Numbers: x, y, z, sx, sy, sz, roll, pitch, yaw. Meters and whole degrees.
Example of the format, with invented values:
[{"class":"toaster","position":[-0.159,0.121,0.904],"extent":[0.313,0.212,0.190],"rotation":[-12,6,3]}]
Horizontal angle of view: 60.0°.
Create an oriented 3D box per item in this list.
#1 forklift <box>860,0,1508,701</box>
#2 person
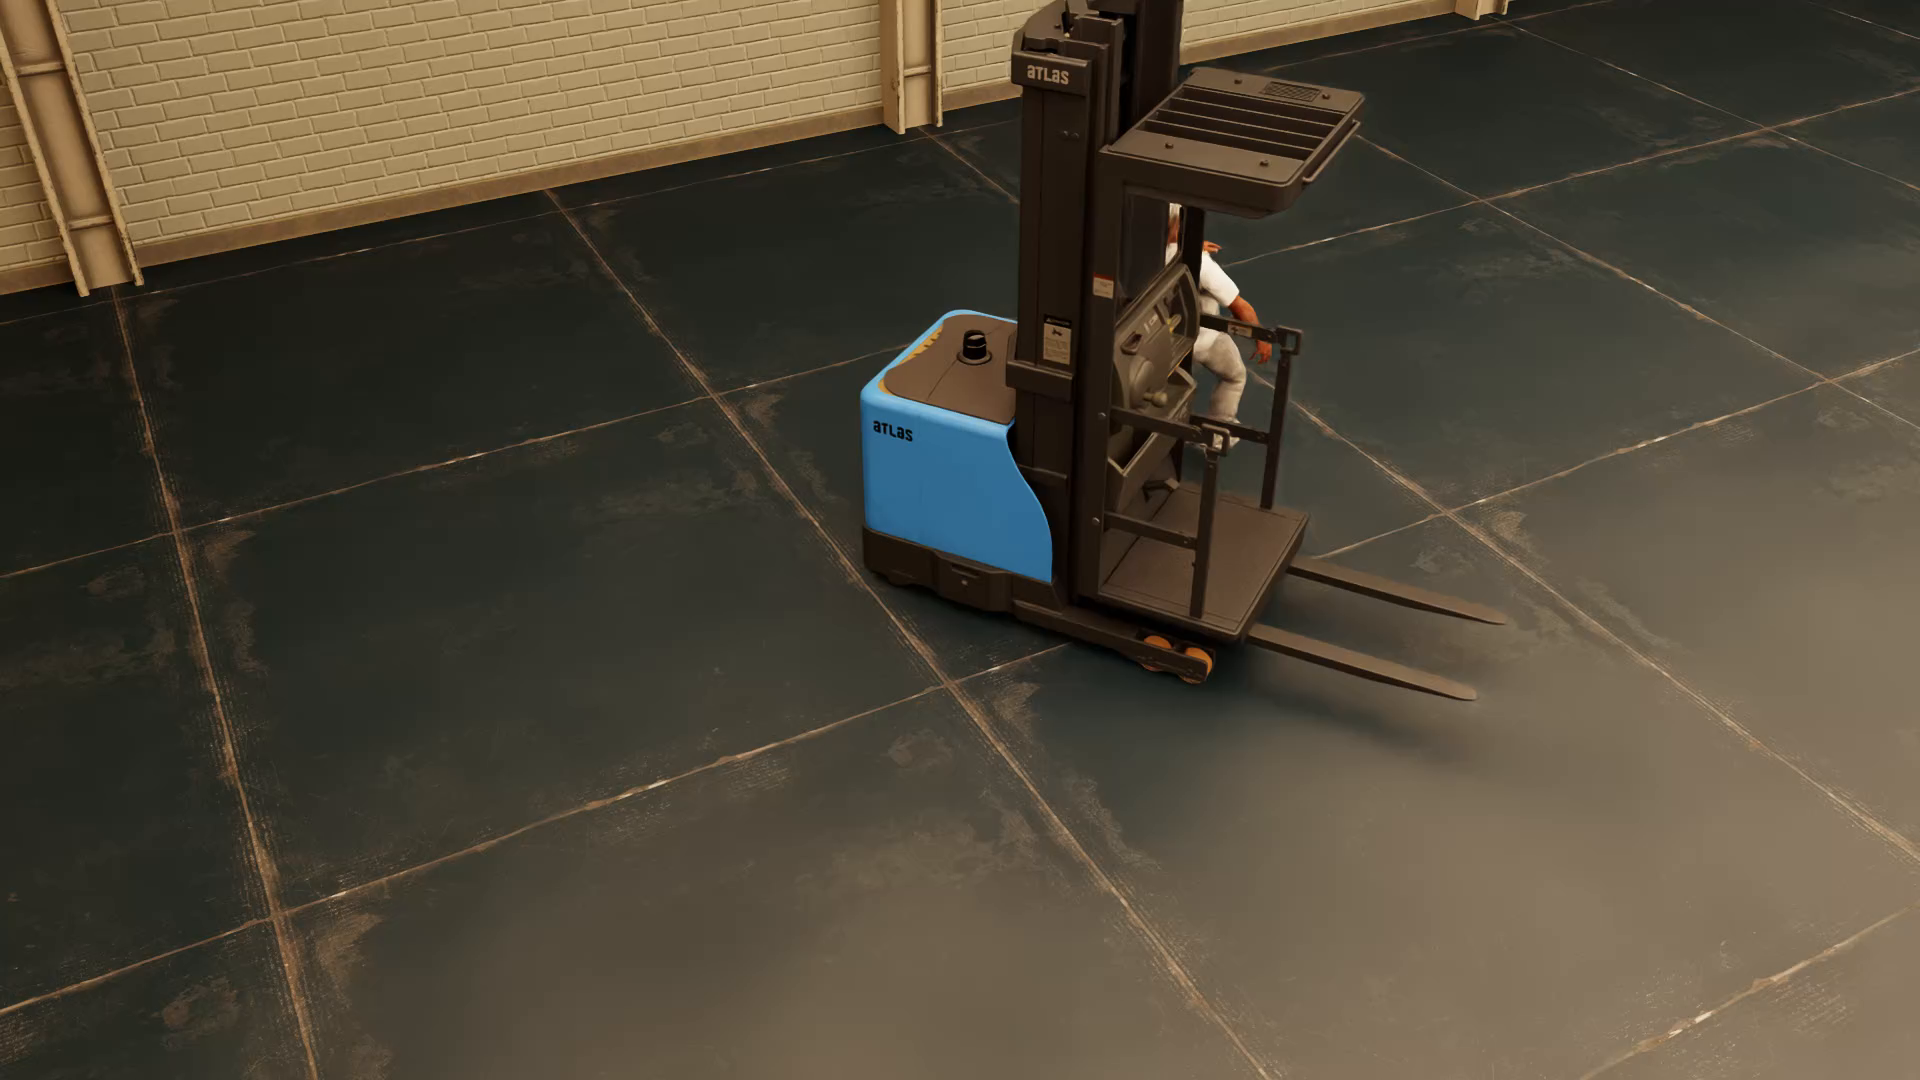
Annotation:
[{"class":"forklift","position":[1.063,-0.882,7.371],"extent":[3.031,2.935,1.130],"rotation":[17,38,22]},{"class":"person","position":[1.261,-1.114,8.827],"extent":[0.820,1.657,0.899],"rotation":[13,37,17]}]
